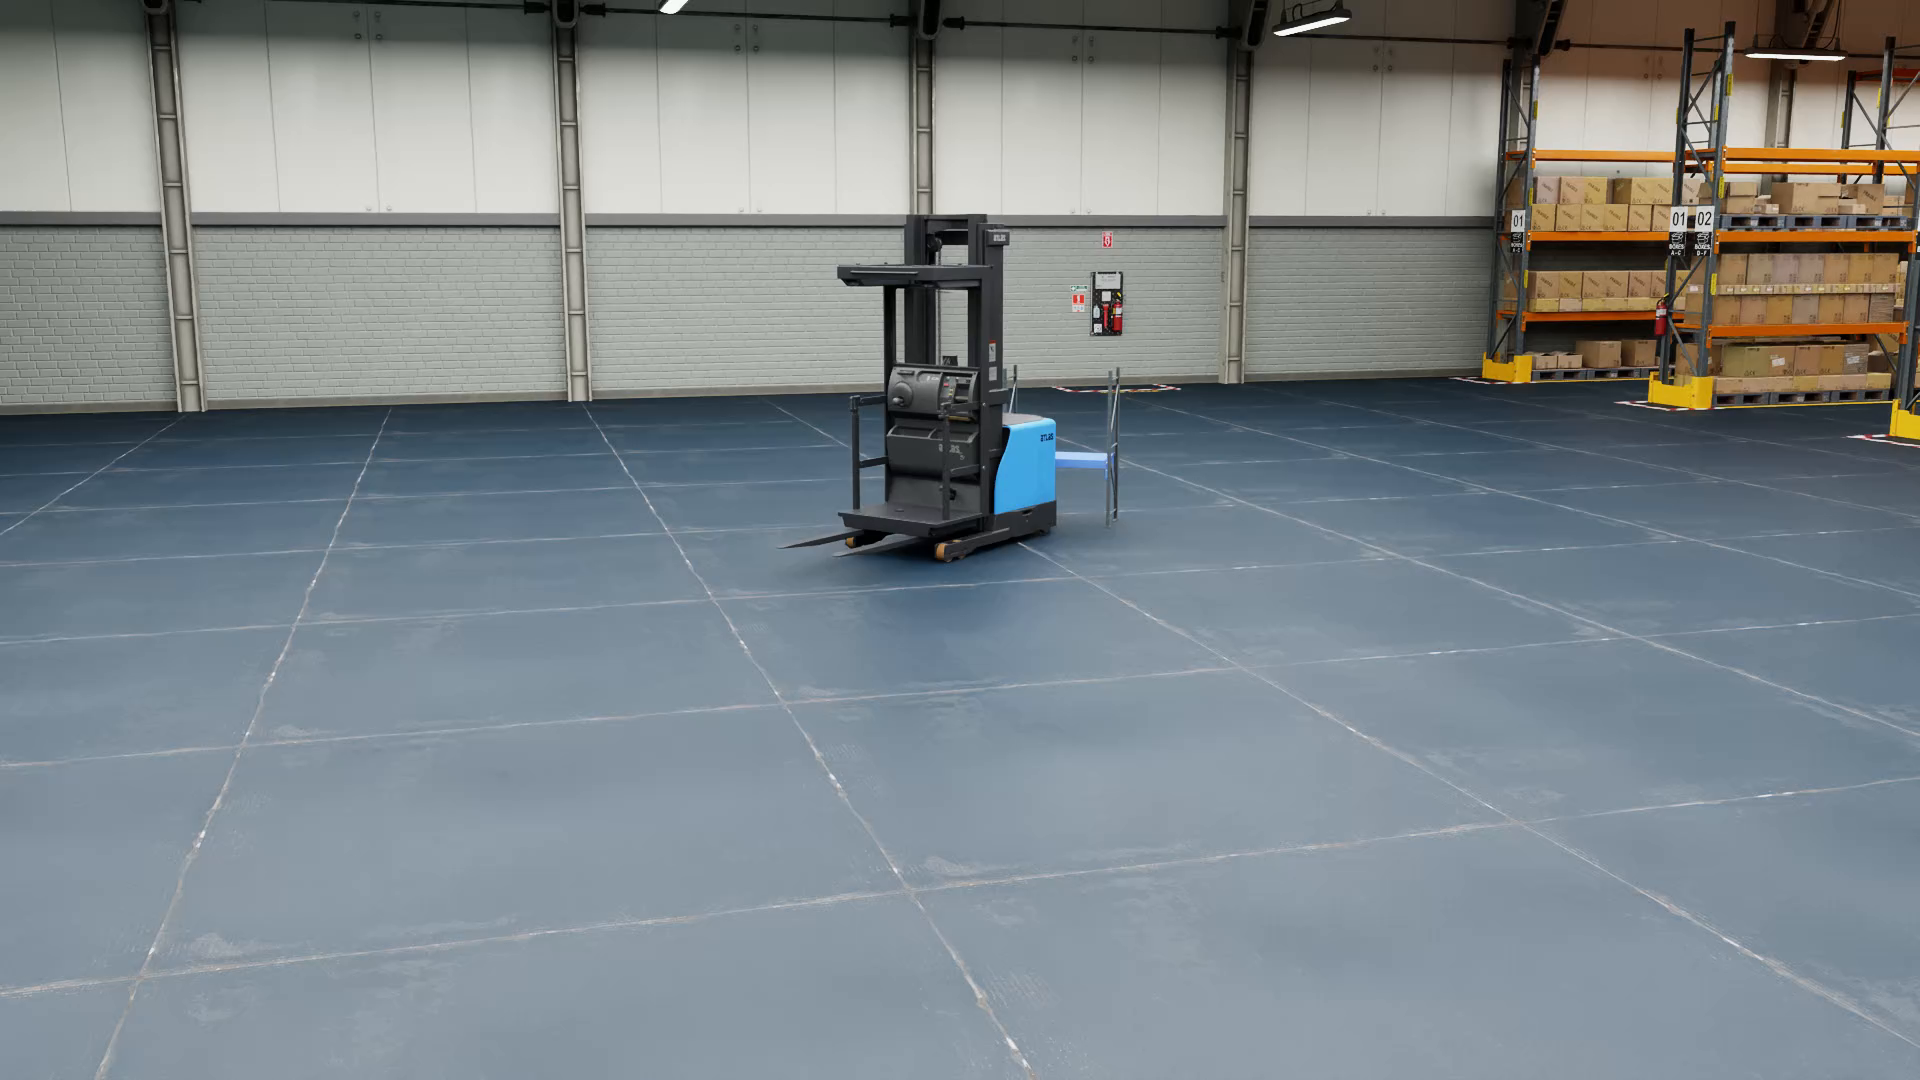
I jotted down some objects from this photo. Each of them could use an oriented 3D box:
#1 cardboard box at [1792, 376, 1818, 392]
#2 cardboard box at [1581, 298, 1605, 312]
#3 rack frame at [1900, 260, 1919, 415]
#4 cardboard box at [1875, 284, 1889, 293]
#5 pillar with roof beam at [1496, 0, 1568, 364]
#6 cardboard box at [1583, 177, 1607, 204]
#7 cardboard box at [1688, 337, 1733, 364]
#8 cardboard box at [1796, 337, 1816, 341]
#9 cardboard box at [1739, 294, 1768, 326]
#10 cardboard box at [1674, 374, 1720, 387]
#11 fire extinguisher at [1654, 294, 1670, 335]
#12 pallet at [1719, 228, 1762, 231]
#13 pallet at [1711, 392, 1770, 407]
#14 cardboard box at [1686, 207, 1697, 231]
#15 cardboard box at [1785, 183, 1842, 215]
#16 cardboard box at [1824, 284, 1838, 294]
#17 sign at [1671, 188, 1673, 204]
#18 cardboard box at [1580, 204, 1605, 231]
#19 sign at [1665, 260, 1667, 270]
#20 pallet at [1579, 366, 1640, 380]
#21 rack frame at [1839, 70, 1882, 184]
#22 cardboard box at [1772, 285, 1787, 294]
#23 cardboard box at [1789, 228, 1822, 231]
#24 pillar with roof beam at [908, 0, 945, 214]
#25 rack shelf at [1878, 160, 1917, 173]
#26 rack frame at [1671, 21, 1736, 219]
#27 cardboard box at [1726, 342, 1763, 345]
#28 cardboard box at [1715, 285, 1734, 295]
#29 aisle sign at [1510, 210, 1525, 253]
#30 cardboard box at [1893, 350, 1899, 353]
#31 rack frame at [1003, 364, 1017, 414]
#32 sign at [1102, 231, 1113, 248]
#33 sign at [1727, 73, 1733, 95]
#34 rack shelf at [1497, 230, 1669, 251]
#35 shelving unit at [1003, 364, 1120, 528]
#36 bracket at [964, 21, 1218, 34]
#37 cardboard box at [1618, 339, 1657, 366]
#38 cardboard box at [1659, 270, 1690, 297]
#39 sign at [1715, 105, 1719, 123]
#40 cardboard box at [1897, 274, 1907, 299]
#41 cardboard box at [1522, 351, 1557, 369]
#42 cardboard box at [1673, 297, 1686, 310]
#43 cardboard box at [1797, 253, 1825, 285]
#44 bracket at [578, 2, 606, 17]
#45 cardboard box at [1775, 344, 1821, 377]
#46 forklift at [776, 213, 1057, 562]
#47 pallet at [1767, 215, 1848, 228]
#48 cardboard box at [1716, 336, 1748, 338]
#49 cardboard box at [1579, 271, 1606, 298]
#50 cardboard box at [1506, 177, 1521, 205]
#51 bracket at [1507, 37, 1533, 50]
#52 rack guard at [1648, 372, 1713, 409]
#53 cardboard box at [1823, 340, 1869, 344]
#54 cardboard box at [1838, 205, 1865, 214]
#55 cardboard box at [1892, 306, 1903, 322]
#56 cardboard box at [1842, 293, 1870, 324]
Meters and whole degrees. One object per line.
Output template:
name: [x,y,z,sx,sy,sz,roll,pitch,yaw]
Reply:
cardboard box: [13.844,-2.613,27.596,0.500,0.250,0.500,-3,11,-16]
cardboard box: [11.980,-4.515,31.850,0.500,0.250,0.500,-3,11,-17]
rack frame: [13.207,-2.834,22.359,0.127,3.000,1.000,-3,11,-16]
cardboard box: [15.227,-4.203,27.726,0.250,0.149,0.380,-3,11,-17]
pillar with roof beam: [12.071,-6.944,28.115,0.548,9.000,9.100,-3,11,-16]
cardboard box: [11.860,-6.604,31.459,0.500,0.500,0.500,-3,11,-14]
cardboard box: [14.980,-3.786,33.218,0.500,0.500,0.700,-3,11,-14]
cardboard box: [16.915,-3.897,33.820,0.500,0.500,0.700,-3,11,-16]
cardboard box: [12.781,-3.793,27.293,0.500,0.500,0.700,-3,11,-14]
cardboard box: [12.258,-2.628,27.674,0.500,0.250,0.500,-3,11,-16]
fire extinguisher: [11.583,-3.732,27.450,0.183,0.674,0.296,-3,11,-16]
pallet: [14.901,-6.154,32.628,1.003,0.211,1.213,-3,11,-16]
pallet: [12.548,-2.370,27.539,1.213,0.211,1.003,-3,11,-16]
cardboard box: [13.860,-6.224,32.158,0.500,0.500,0.500,-3,11,-14]
cardboard box: [14.050,-5.638,27.471,0.637,0.503,0.797,-2,11,-10]
cardboard box: [14.246,-4.151,27.444,0.250,0.149,0.380,-3,11,-14]
sign: [11.688,-5.662,27.209,0.005,0.325,0.100,-3,11,-16]
cardboard box: [11.852,-6.112,31.547,0.500,0.500,0.500,-2,11,-13]
sign: [14.120,-5.424,33.231,0.005,0.325,0.100,-3,11,-16]
pallet: [12.470,-3.285,32.509,1.213,0.211,1.003,-3,11,-16]
rack frame: [18.119,-7.911,33.369,0.127,3.000,1.000,-3,11,-16]
cardboard box: [13.254,-4.098,27.159,0.250,0.149,0.380,-3,11,-18]
cardboard box: [16.848,-6.447,33.361,0.637,0.503,0.797,-1,11,-8]
pillar with roof beam: [0.550,-6.337,24.816,0.548,9.000,9.100,-3,11,-16]
rack shelf: [17.587,-6.399,28.244,4.000,0.370,1.077,-3,11,-16]
rack frame: [11.826,-6.646,26.494,0.127,3.000,1.000,-3,11,-16]
cardboard box: [13.214,-3.050,27.897,0.500,0.500,0.500,-3,11,-16]
cardboard box: [12.263,-4.046,26.874,0.250,0.149,0.380,-3,11,-16]
aisle sign: [10.453,-5.779,31.175,0.004,0.787,0.394,-3,11,-16]
cardboard box: [16.473,-3.125,28.828,0.500,0.311,0.500,-3,11,-14]
rack frame: [0.486,-0.942,16.226,0.032,1.500,0.500,3,11,14]
sign: [2.688,-5.477,30.312,0.199,0.298,0.001,-3,11,-16]
sign: [11.975,-7.086,25.869,0.005,0.325,0.100,-3,11,-16]
rack shelf: [12.358,-5.779,32.057,4.000,0.370,1.077,-3,11,-16]
shelving unit: [0.978,-0.919,16.100,1.048,1.500,0.538,3,11,14]
bracket: [2.318,-8.945,29.042,4.783,0.066,0.076,-3,11,-16]
cardboard box: [13.293,-3.686,32.677,0.500,0.500,0.500,-4,11,-20]
cardboard box: [13.911,-4.986,32.335,0.500,0.500,0.500,-3,11,-16]
sign: [14.412,-8.112,31.661,0.005,0.325,0.100,-3,11,-16]
cardboard box: [19.162,-5.171,33.902,0.500,0.500,0.500,-3,11,-14]
cardboard box: [11.127,-3.469,32.022,0.500,0.311,0.500,-4,11,-22]
cardboard box: [13.908,-4.618,32.408,0.500,0.250,0.500,-3,11,-16]
cardboard box: [13.797,-4.485,27.468,0.500,0.500,0.700,-3,11,-16]
bracket: [-5.917,-8.511,26.685,0.430,0.232,0.235,-3,11,-16]
cardboard box: [13.844,-2.982,27.527,0.500,0.500,0.500,-3,11,-16]
forklift: [-0.365,-1.350,14.488,1.130,2.935,3.031,7,13,35]
pallet: [13.686,-5.221,27.282,1.213,0.211,1.003,-3,11,-16]
cardboard box: [15.402,-4.177,33.274,0.500,0.250,0.500,-3,11,-17]
cardboard box: [11.955,-4.881,31.767,0.500,0.500,0.500,-3,11,-18]
cardboard box: [10.779,-6.649,31.706,0.500,0.500,0.500,-3,11,-13]
bracket: [10.569,-9.380,31.404,0.430,0.232,0.235,-3,11,-16]
rack guard: [11.803,-2.465,27.257,0.348,0.500,1.175,-3,11,-16]
cardboard box: [15.134,-3.152,28.448,0.500,0.500,0.500,-3,11,-16]
cardboard box: [14.585,-5.416,27.247,0.250,0.149,0.380,-3,11,-16]
cardboard box: [16.127,-3.856,28.327,0.500,0.250,0.500,-2,11,-12]
cardboard box: [14.738,-3.895,27.848,0.500,0.500,0.700,-3,11,-17]
